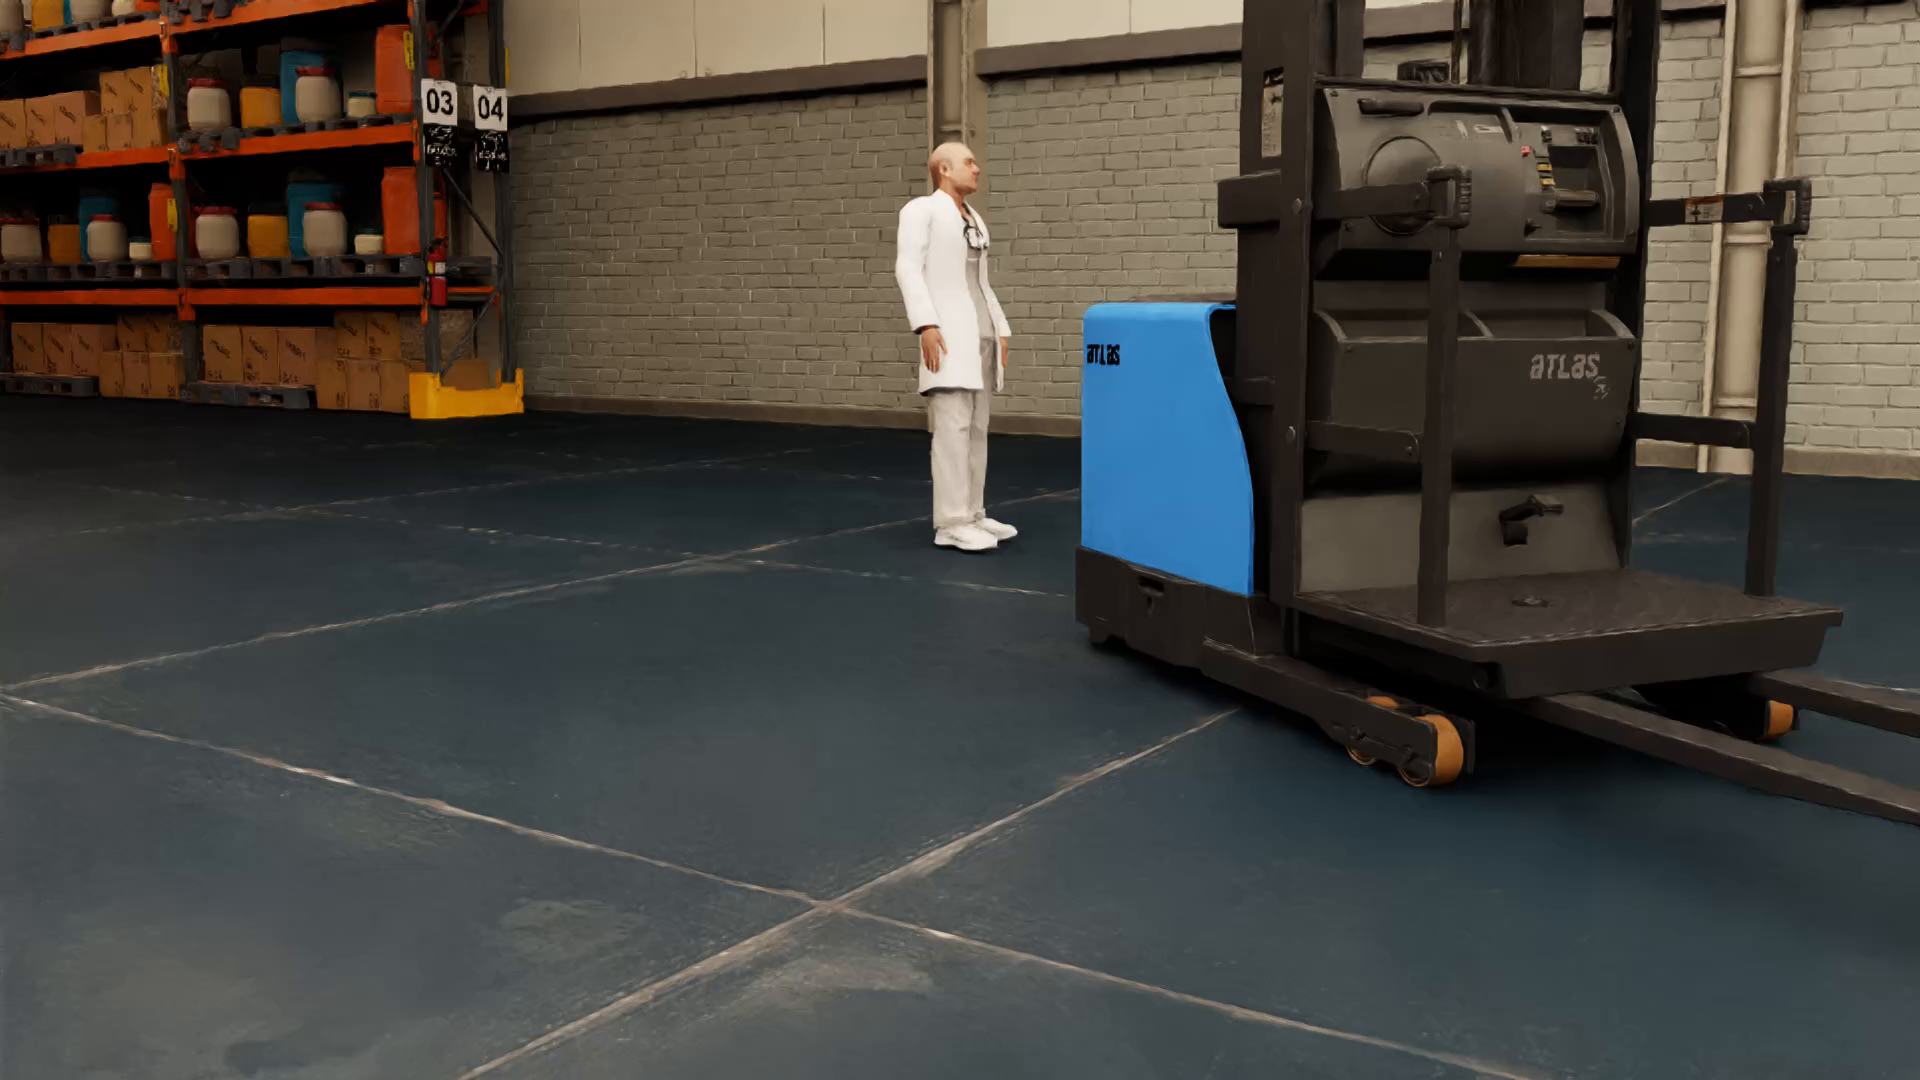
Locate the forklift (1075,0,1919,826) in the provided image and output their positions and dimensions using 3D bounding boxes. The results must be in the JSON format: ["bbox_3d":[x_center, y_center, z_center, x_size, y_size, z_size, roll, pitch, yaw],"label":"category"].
[{"bbox_3d":[1.401,-0.965,3.978,1.130,2.935,3.031,-3,9,-22],"label":"forklift"}]

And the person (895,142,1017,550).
[{"bbox_3d":[0.073,-0.880,7.423,0.579,1.776,0.694,5,10,34],"label":"person"}]
